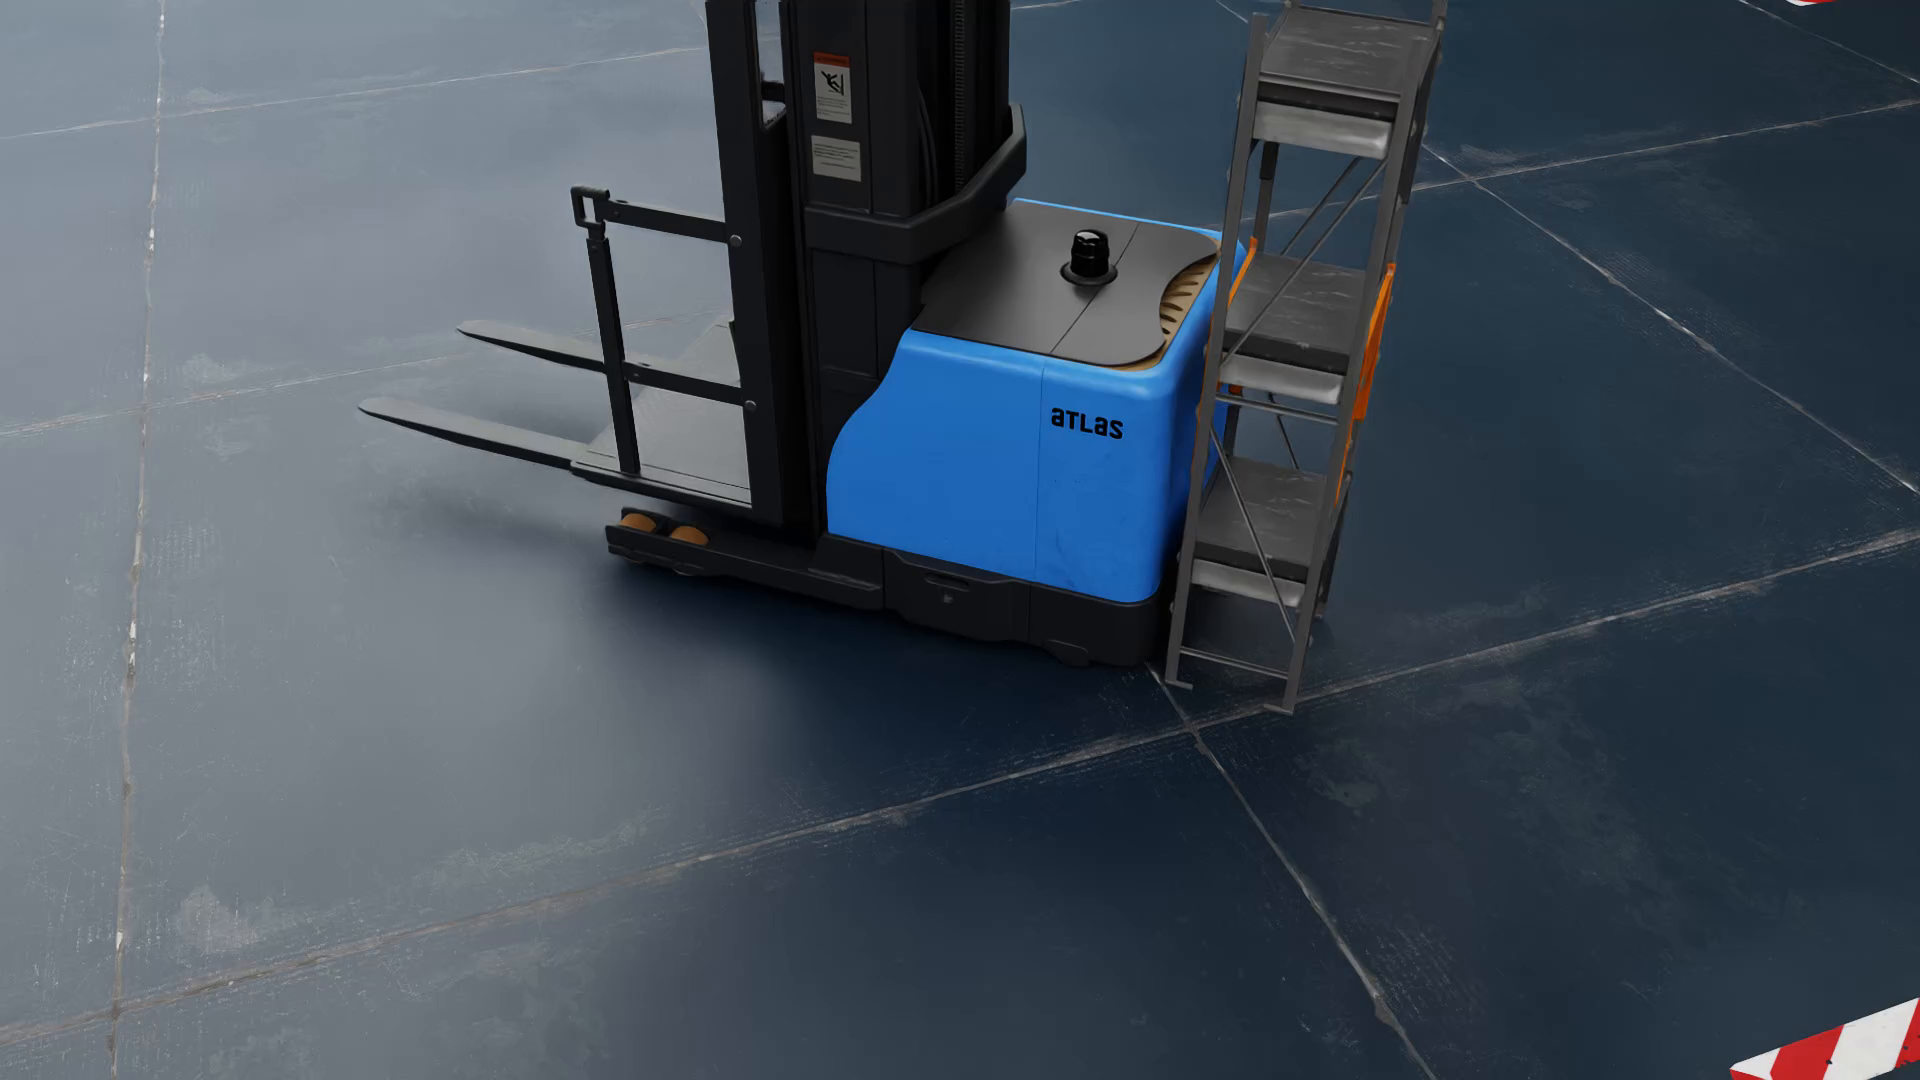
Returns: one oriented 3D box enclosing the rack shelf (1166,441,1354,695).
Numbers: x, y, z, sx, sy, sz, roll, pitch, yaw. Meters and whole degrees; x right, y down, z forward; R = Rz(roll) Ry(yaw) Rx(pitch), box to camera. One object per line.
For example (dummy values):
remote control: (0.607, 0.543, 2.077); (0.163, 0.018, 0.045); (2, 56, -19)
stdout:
rack shelf: (0.913, 0.080, 5.074); (0.431, 0.518, 0.480); (14, 39, 15)

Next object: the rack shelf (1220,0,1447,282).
rack shelf: (0.946, -1.030, 4.222); (0.431, 0.518, 0.480); (14, 39, 15)

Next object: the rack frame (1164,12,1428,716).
rack frame: (0.846, -0.348, 4.457); (0.400, 2.100, 0.015); (14, 39, 15)

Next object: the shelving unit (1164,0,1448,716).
shelving unit: (0.930, -0.486, 4.640); (0.431, 2.100, 0.503); (14, 39, 15)

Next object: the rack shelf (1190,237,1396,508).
rack shelf: (0.930, -0.475, 4.648); (0.431, 0.518, 0.480); (14, 39, 15)

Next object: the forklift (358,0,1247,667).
forklift: (-0.653, -1.331, 5.081); (3.031, 2.935, 1.130); (13, 39, 17)

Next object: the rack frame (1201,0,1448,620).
rack frame: (1.015, -0.623, 4.823); (0.400, 2.100, 0.015); (14, 39, 15)
